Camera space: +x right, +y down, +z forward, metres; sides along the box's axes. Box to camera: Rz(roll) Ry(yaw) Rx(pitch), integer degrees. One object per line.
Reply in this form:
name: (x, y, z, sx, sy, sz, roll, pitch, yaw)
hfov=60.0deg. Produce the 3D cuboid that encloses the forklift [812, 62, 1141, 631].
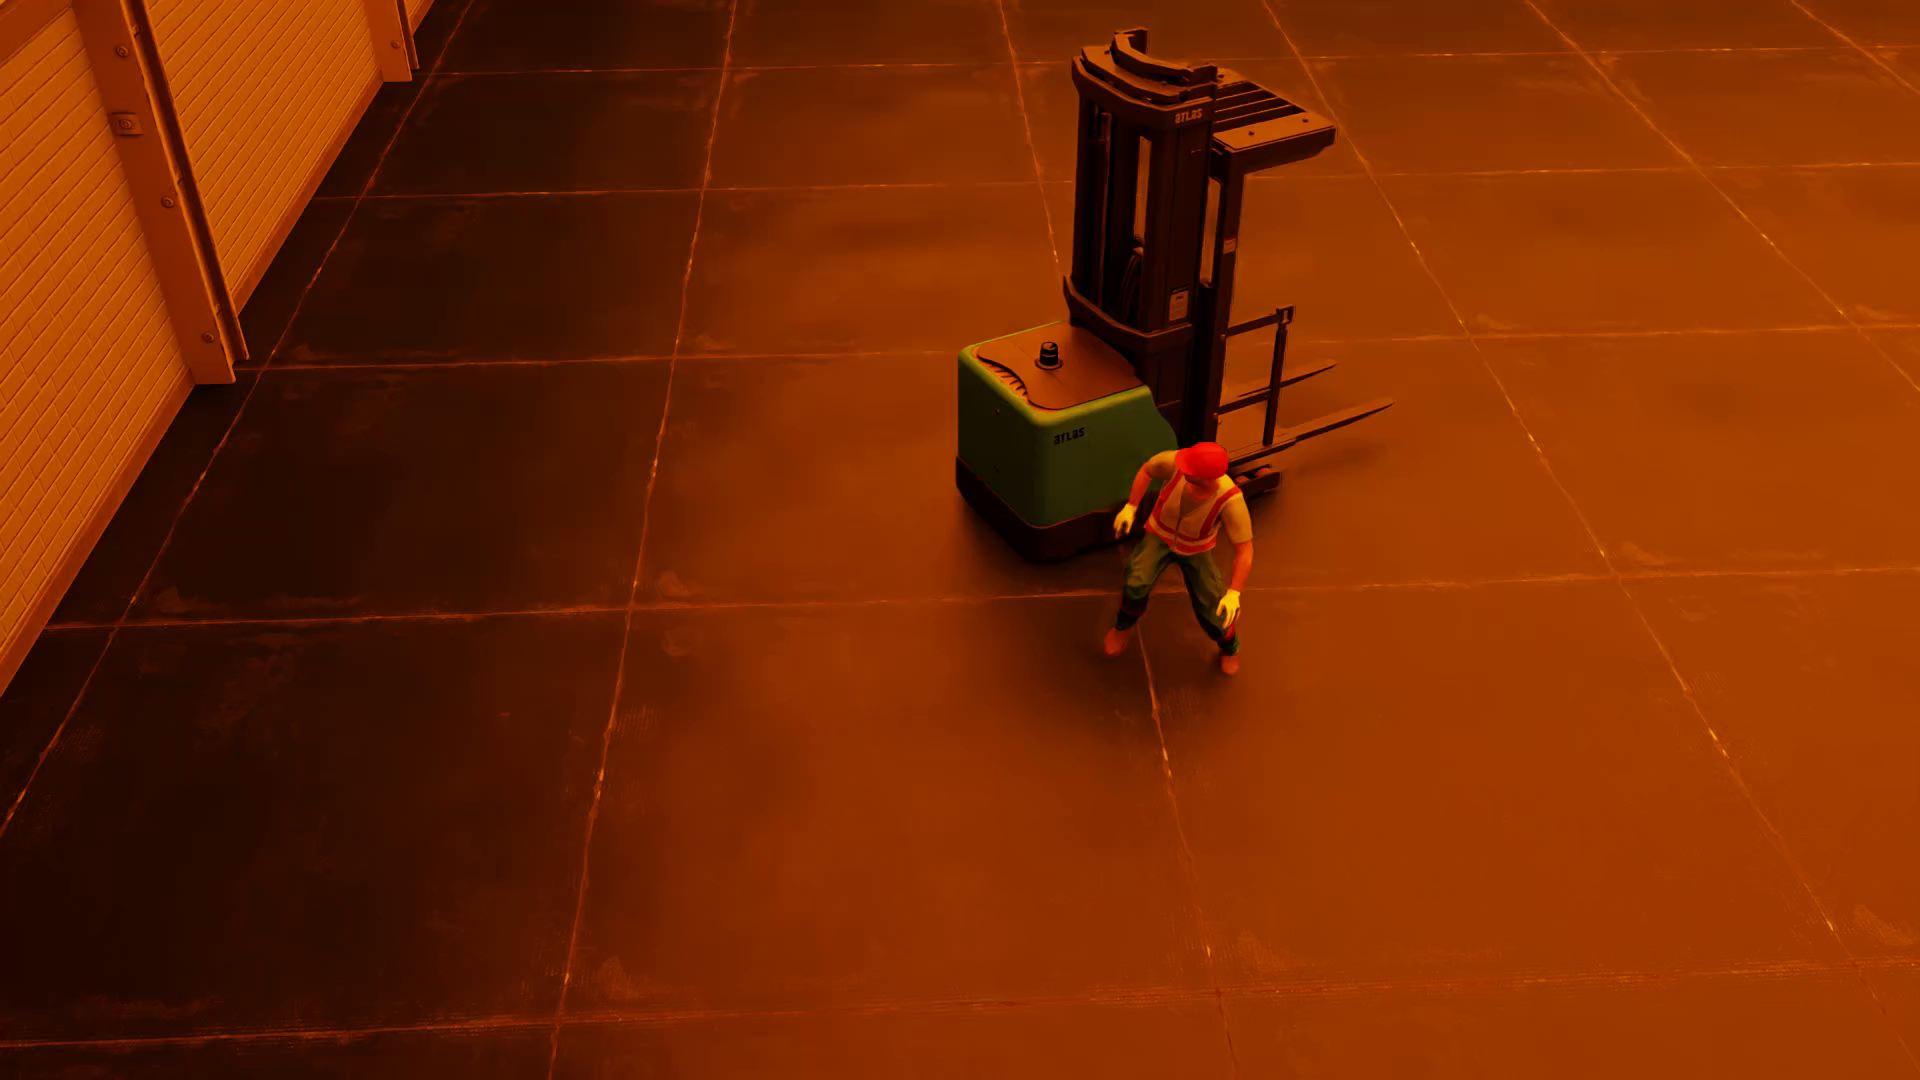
forklift: (0.278, -1.506, 10.079, 1.130, 2.935, 3.031, 17, 40, 22)

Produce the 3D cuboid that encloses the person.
person: (1.776, 0.269, 8.624, 0.614, 1.777, 0.453, 26, 44, 31)
